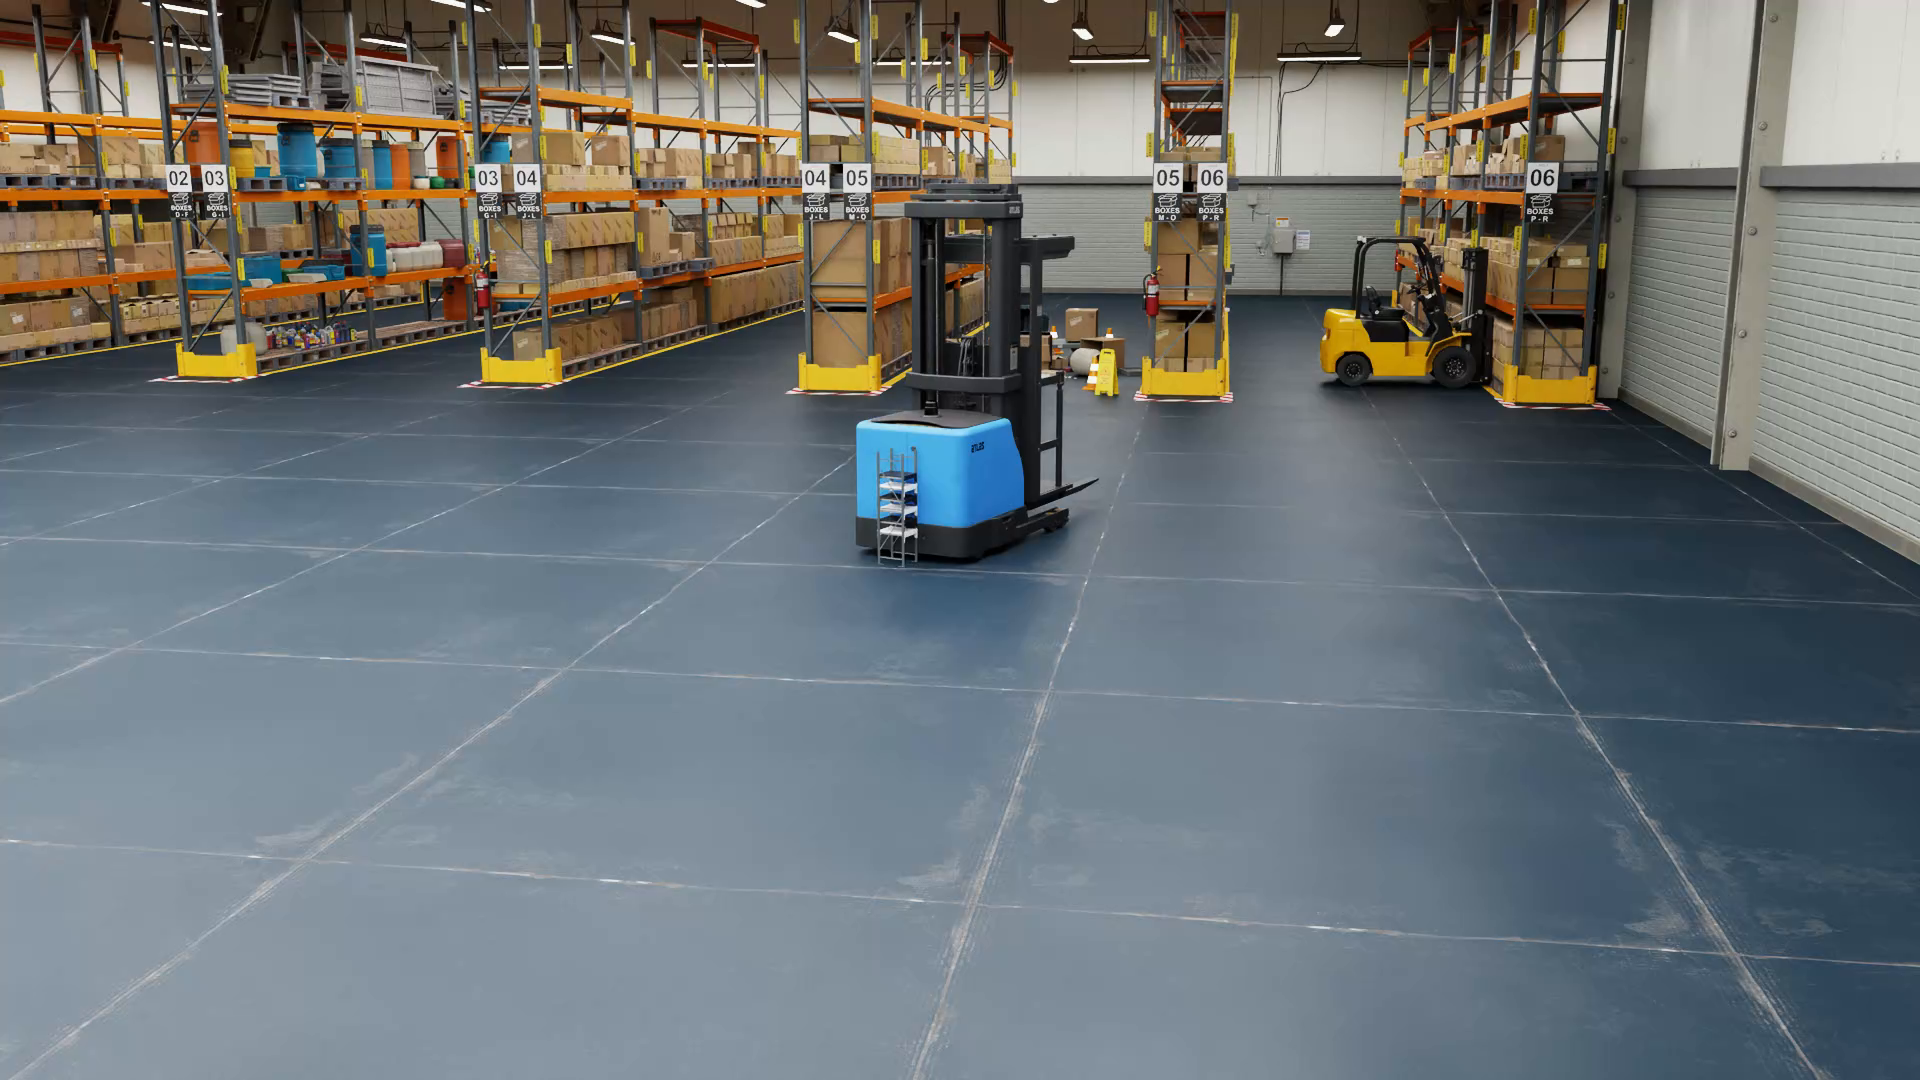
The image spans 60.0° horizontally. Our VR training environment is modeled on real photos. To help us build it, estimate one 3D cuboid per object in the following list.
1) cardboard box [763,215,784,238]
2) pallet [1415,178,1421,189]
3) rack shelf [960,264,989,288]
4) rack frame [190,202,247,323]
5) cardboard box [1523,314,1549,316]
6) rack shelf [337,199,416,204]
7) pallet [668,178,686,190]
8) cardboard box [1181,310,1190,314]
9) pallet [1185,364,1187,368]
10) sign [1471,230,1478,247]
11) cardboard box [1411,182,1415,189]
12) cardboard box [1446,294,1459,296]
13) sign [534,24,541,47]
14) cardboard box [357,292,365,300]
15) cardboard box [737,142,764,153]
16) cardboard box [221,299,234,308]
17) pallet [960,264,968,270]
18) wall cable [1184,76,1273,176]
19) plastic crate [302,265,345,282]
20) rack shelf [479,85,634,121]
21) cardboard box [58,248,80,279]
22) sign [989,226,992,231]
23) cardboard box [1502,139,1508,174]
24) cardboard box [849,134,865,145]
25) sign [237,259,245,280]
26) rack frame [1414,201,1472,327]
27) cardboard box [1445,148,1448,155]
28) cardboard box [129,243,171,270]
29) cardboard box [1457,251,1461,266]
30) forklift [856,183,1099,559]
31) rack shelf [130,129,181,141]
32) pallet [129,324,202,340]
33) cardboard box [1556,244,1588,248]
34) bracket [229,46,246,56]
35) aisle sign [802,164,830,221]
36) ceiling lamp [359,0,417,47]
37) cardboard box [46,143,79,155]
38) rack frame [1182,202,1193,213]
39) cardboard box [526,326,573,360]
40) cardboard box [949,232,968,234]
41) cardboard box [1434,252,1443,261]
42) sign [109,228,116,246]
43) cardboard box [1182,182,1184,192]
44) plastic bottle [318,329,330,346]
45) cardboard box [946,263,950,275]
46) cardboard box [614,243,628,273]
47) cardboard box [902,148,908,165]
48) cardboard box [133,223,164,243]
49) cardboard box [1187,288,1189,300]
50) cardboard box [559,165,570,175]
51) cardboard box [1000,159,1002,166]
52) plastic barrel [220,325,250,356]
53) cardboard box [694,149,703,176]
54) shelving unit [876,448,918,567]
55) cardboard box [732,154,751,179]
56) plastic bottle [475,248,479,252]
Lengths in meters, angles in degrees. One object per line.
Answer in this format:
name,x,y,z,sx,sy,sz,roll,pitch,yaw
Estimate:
cardboard box,-4.294,-7.092,37.653,0.500,0.500,0.500,1,12,7
pallet,9.749,-7.111,33.198,1.213,0.211,1.003,2,12,9
rack shelf,-0.201,-5.402,33.646,1.077,0.370,4.000,2,12,9
rack frame,-15.182,-5.841,33.975,1.000,3.000,0.127,2,12,9
cardboard box,8.741,-3.340,25.530,0.500,0.250,0.500,2,12,8
rack shelf,-14.259,-8.204,39.530,1.077,0.370,4.000,2,12,9
pallet,-5.653,-6.402,29.905,1.213,0.211,1.003,2,12,9
cardboard box,3.355,-3.367,26.247,0.500,0.500,0.500,2,12,11
pallet,3.529,-2.606,25.586,1.003,0.211,1.213,2,12,9
sign,8.150,-4.748,26.344,0.100,0.325,0.005,2,12,9
cardboard box,9.890,-7.620,35.707,0.380,0.149,0.250,2,12,10
cardboard box,9.224,-4.560,31.431,0.380,0.149,0.250,1,12,7
sign,-6.088,-7.264,23.934,0.100,0.325,0.005,2,12,9
cardboard box,-14.165,-5.764,39.301,0.380,0.166,0.250,2,12,9
cardboard box,-4.628,-8.683,36.793,0.500,0.250,0.500,1,12,5
cardboard box,-15.019,-4.859,33.618,0.500,0.311,0.500,2,12,10
pallet,-0.504,-5.395,32.363,1.213,0.211,1.003,2,12,9
wall cable,6.968,-10.964,43.509,2.355,3.000,0.029,2,12,9
plastic crate,-10.805,-4.535,28.269,0.499,0.251,0.616,2,12,9
rack shelf,-6.317,-6.849,26.131,1.077,0.370,4.000,2,12,9
cardboard box,-15.934,-4.854,29.161,0.700,0.500,0.500,2,12,8
sign,0.656,-6.719,35.301,0.100,0.325,0.005,2,12,9
cardboard box,8.284,-5.574,24.138,0.797,0.503,0.637,2,12,10
cardboard box,-1.373,-5.719,23.758,0.380,0.149,0.250,2,12,9
sign,-10.975,-4.131,25.383,0.100,0.325,0.005,2,12,9
rack frame,9.918,-5.870,34.113,1.000,3.000,0.127,2,12,9
cardboard box,9.939,-7.750,33.388,0.396,0.266,0.258,2,12,8
cardboard box,-15.505,-5.430,31.833,0.500,0.500,0.500,2,12,9
cardboard box,8.764,-4.805,28.337,0.500,0.250,0.500,2,12,9
forklift,0.297,-1.549,14.224,1.130,2.935,3.031,6,14,28
rack shelf,-19.154,-9.635,39.998,1.077,0.370,4.000,2,12,9
pallet,-15.537,-4.054,32.304,1.003,0.211,1.213,2,12,9
cardboard box,8.438,-4.000,22.952,0.380,0.149,0.250,2,12,11
bracket,-18.999,-12.850,43.716,0.235,0.232,0.430,2,12,9
aisle sign,-2.046,-4.938,23.614,0.394,0.787,0.004,2,12,9
ceiling lamp,-12.026,-12.197,35.376,0.800,3.185,2.000,2,12,9
cardboard box,-19.797,-8.636,36.762,0.500,0.250,0.500,1,12,7
rack frame,5.013,-6.030,34.856,1.000,3.000,0.127,2,12,9
cardboard box,-6.454,-3.092,26.157,0.500,0.500,0.500,5,13,23
cardboard box,-0.046,-6.074,33.245,0.380,0.149,0.250,2,12,10
cardboard box,9.025,-5.269,30.924,0.380,0.149,0.250,2,12,10
sign,-15.248,-5.452,29.930,0.100,0.325,0.005,2,12,9
cardboard box,2.946,-4.959,23.362,0.380,0.149,0.250,2,12,9
plastic bottle,-10.826,-3.446,28.285,0.152,0.276,0.135,2,12,10
cardboard box,-0.468,-5.076,30.188,0.500,0.500,0.500,2,12,8
cardboard box,-6.139,-4.789,28.151,0.875,0.500,0.500,2,12,9
cardboard box,-1.103,-5.977,25.904,0.500,0.250,0.500,2,12,8
cardboard box,-19.362,-7.092,39.070,0.980,0.700,0.700,2,12,10
cardboard box,3.449,-3.527,23.834,0.380,0.149,0.250,2,12,9
cardboard box,-6.189,-5.653,25.394,0.380,0.149,0.250,2,12,11
cardboard box,0.733,-8.491,37.374,0.380,0.149,0.250,2,12,10
plastic barrel,-11.493,-3.143,26.364,0.421,0.512,0.421,0,12,0
cardboard box,-5.220,-7.171,31.604,0.500,0.500,0.500,2,12,10
shelving unit,-0.492,-0.256,13.044,0.258,0.900,0.210,6,14,28
cardboard box,-4.858,-7.951,35.413,0.700,0.500,0.500,2,12,10
plastic bottle,-10.231,-6.056,35.278,0.097,0.271,0.097,0,12,0
